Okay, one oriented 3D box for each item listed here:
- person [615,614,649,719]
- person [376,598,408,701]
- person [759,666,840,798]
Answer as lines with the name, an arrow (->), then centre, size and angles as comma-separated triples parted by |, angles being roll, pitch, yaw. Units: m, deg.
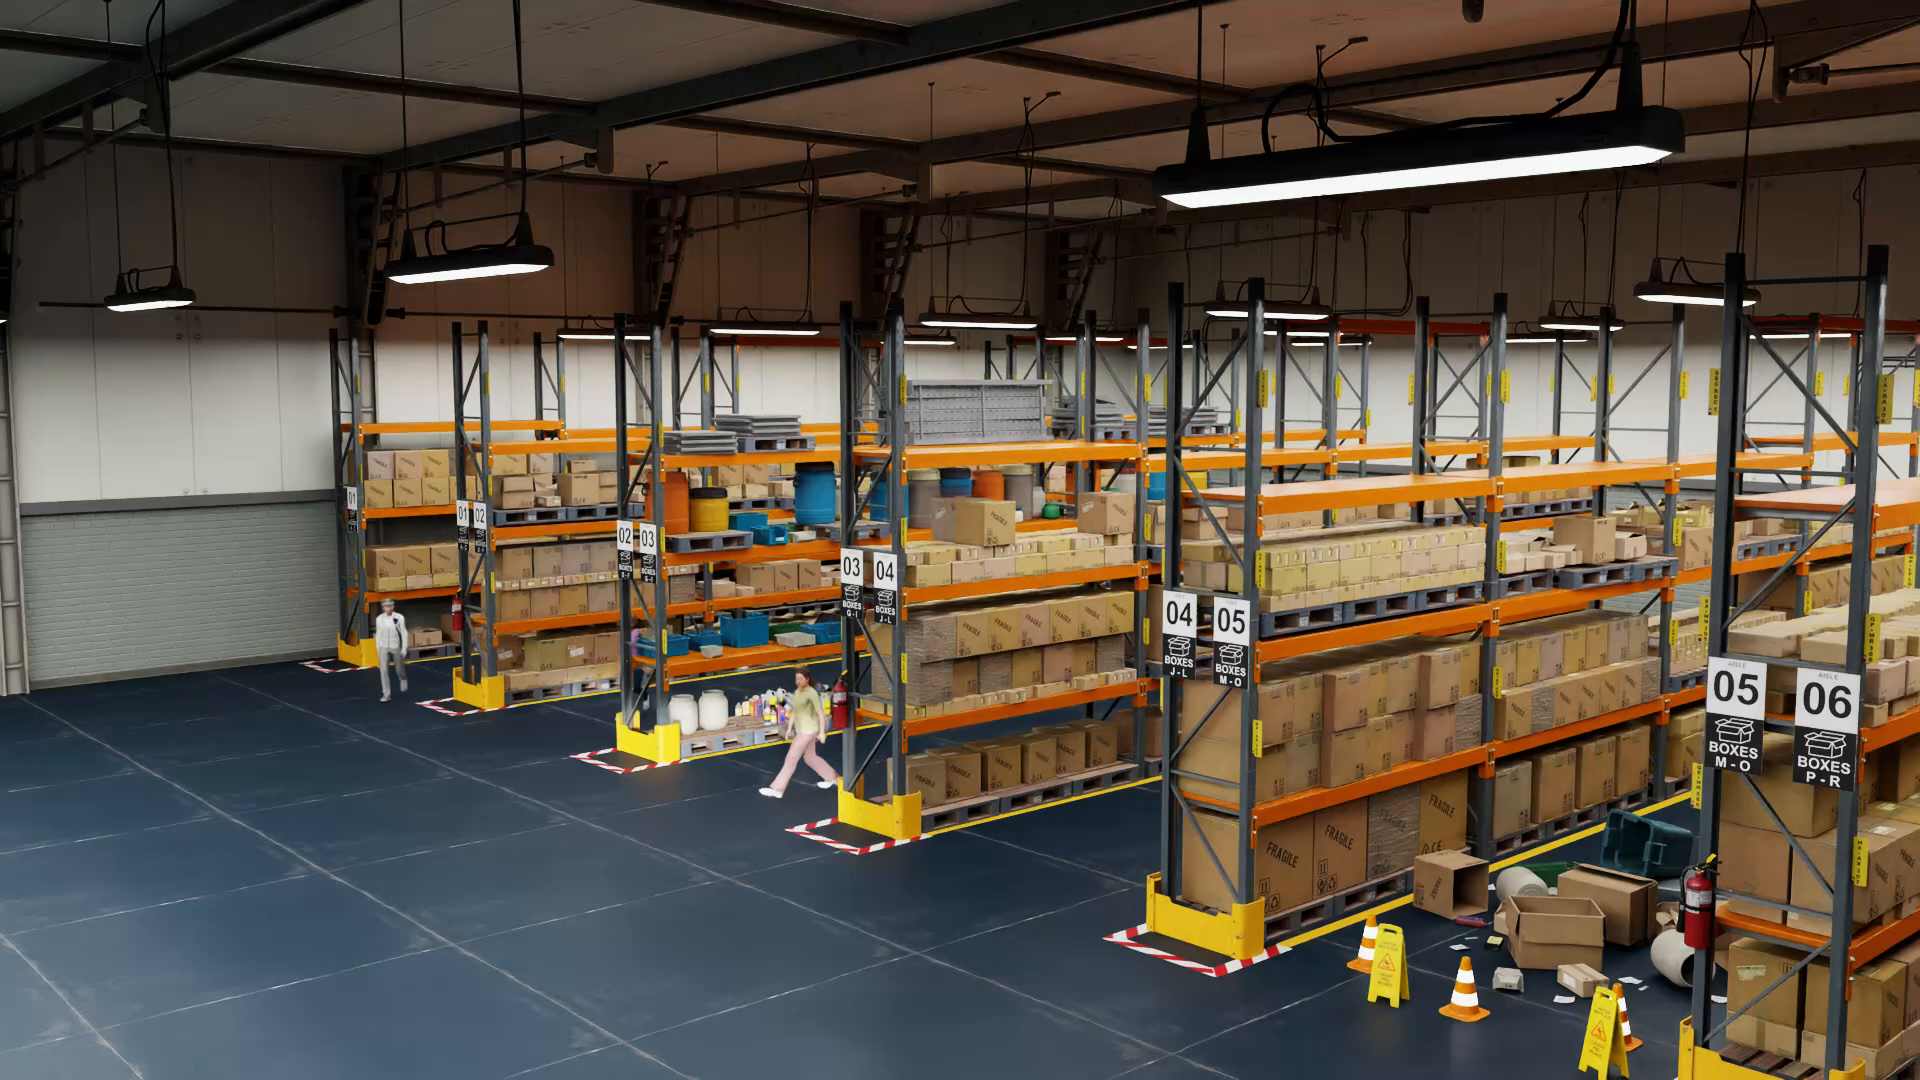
person -> -4.909, 1.893, 25.066 | 0.543, 1.583, 0.674 | 2, 6, 22
person -> -9.077, 1.708, 26.614 | 0.488, 1.637, 0.868 | -1, 6, -6
person -> -1.960, 2.342, 20.457 | 1.123, 1.586, 0.438 | -3, 6, -29
